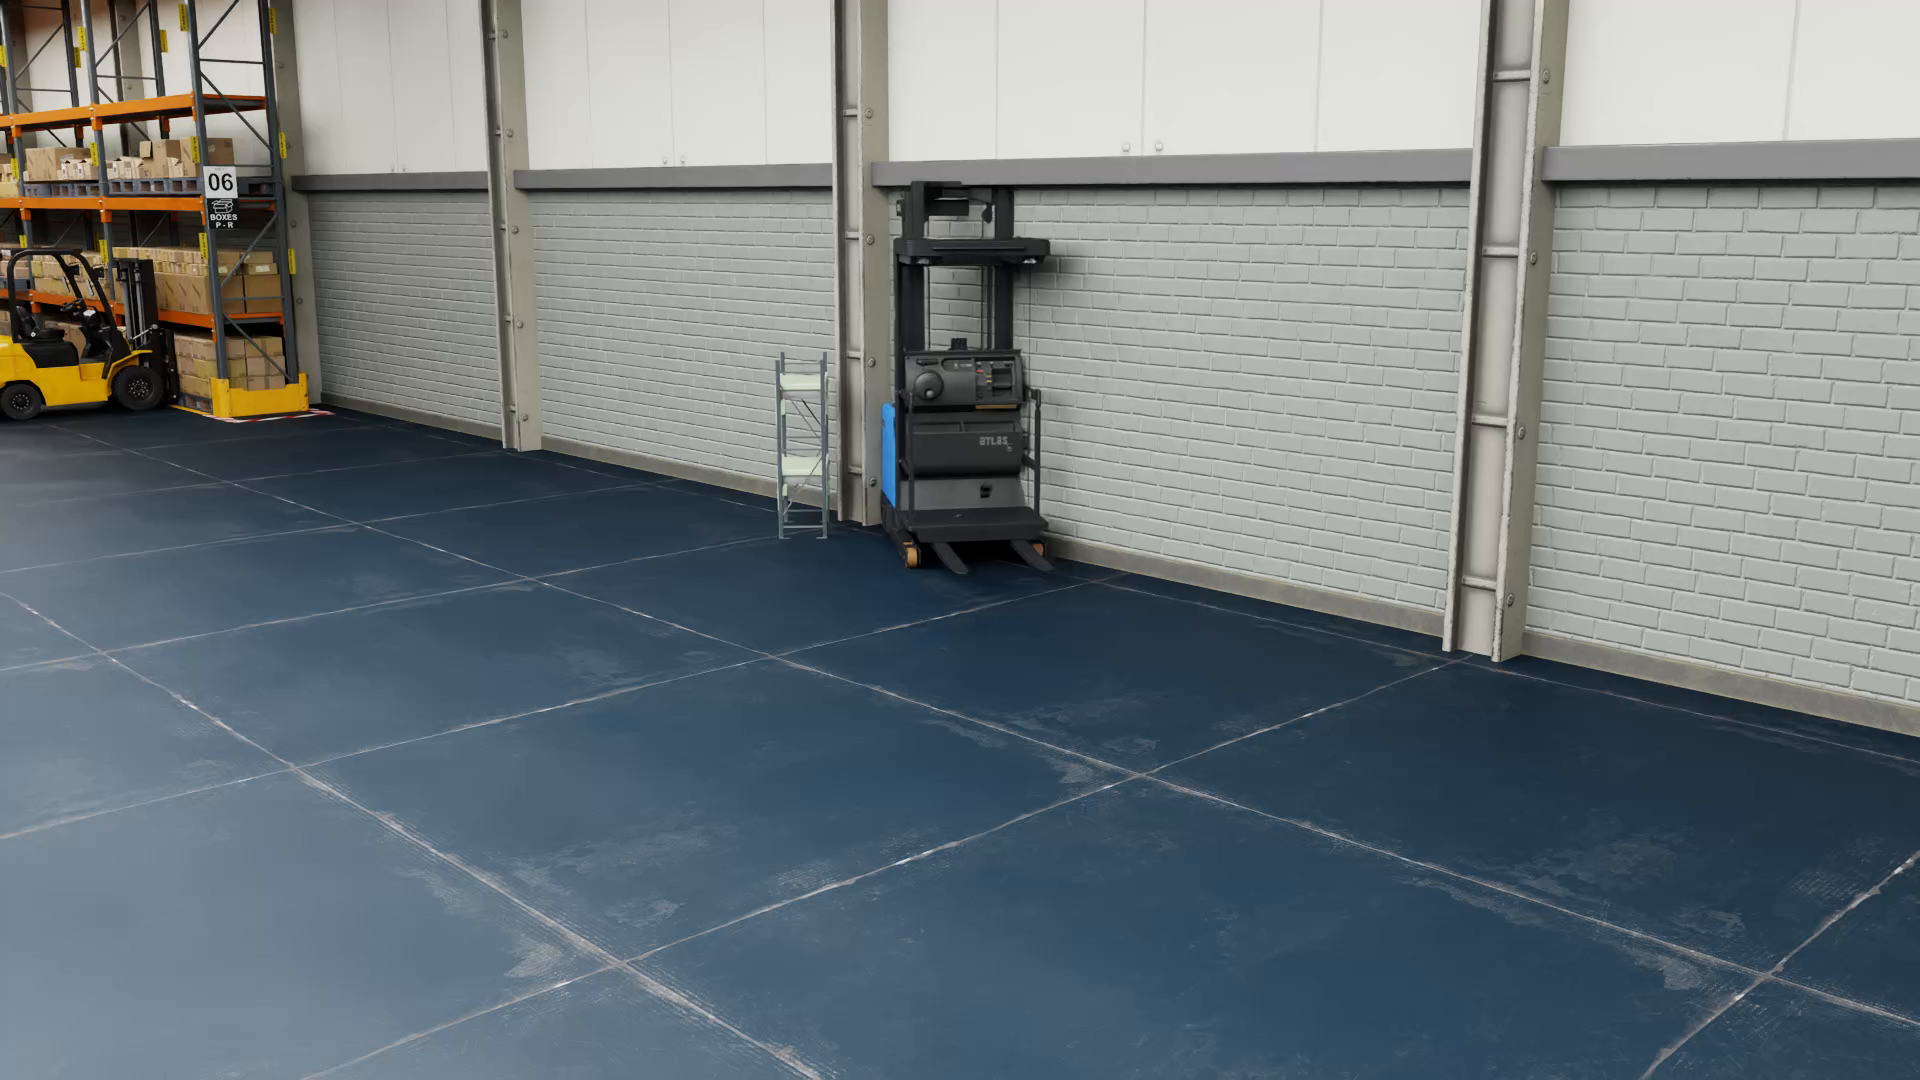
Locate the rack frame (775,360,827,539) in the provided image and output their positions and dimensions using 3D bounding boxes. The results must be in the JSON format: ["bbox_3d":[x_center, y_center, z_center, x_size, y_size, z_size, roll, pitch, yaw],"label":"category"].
[{"bbox_3d":[-1.317,-0.746,13.814,0.400,1.500,0.023,-1,12,-3],"label":"rack frame"}]

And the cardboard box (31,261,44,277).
[{"bbox_3d":[-14.715,-4.402,26.977,0.500,0.250,0.500,-11,16,-43],"label":"cardboard box"}]

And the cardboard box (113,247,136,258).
[{"bbox_3d":[-12.059,-4.174,24.144,0.380,0.149,0.250,-10,16,-41],"label":"cardboard box"}]

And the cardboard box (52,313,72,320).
[{"bbox_3d":[-15.355,-3.819,28.562,0.380,0.149,0.250,-11,16,-42],"label":"cardboard box"}]

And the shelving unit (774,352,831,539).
[{"bbox_3d":[-1.334,-0.819,14.172,0.431,1.500,0.755,-1,12,-3],"label":"shelving unit"}]

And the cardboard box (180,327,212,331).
[{"bbox_3d":[-10.884,-2.905,23.876,0.500,0.250,0.500,-11,16,-42],"label":"cardboard box"}]

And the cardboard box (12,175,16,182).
[{"bbox_3d":[-15.410,-5.983,27.467,0.250,0.149,0.380,11,16,44],"label":"cardboard box"}]

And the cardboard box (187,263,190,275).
[{"bbox_3d":[-10.077,-3.623,22.209,0.380,0.149,0.250,-11,16,-42],"label":"cardboard box"}]

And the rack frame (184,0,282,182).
[{"bbox_3d":[-9.302,-6.104,21.237,1.000,3.000,0.127,-11,16,-43],"label":"rack frame"}]

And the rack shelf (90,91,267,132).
[{"bbox_3d":[-10.683,-5.847,22.767,1.077,0.370,4.000,-11,16,-43],"label":"rack shelf"}]

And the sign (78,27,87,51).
[{"bbox_3d":[-12.448,-7.106,23.593,0.100,0.325,0.005,-11,16,-43],"label":"sign"}]

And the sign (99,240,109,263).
[{"bbox_3d":[-12.450,-4.200,24.193,0.100,0.325,0.005,-11,16,-43],"label":"sign"}]

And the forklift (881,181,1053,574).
[{"bbox_3d":[0.068,-1.295,12.935,1.130,2.935,3.031,-2,12,-9],"label":"forklift"}]

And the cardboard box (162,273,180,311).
[{"bbox_3d":[-10.537,-3.401,22.740,0.500,0.500,0.500,-11,16,-44],"label":"cardboard box"}]

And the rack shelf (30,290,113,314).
[{"bbox_3d":[-13.445,-3.689,26.165,1.077,0.370,4.000,-11,16,-43],"label":"rack shelf"}]

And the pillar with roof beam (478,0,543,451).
[{"bbox_3d":[-8.101,-4.855,15.178,9.100,9.000,0.400,-11,16,-43],"label":"pillar with roof beam"}]

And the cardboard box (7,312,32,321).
[{"bbox_3d":[-16.246,-3.866,28.790,0.250,0.149,0.380,11,16,42],"label":"cardboard box"}]

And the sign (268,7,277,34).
[{"bbox_3d":[-8.896,-6.715,21.498,0.100,0.325,0.005,-11,16,-43],"label":"sign"}]

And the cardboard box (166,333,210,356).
[{"bbox_3d":[-10.558,-2.684,22.800,0.500,0.250,0.500,-11,16,-42],"label":"cardboard box"}]

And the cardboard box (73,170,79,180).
[{"bbox_3d":[-13.043,-5.468,24.920,0.380,0.149,0.250,-11,16,-43],"label":"cardboard box"}]

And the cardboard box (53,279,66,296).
[{"bbox_3d":[-13.992,-4.012,26.325,0.500,0.250,0.500,11,16,43],"label":"cardboard box"}]

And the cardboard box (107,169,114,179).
[{"bbox_3d":[-11.974,-5.242,23.823,0.380,0.149,0.250,-10,16,-41],"label":"cardboard box"}]

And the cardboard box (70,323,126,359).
[{"bbox_3d":[-13.484,-3.090,26.321,0.625,0.625,0.875,11,16,43],"label":"cardboard box"}]

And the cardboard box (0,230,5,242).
[{"bbox_3d":[-18.425,-5.611,31.487,0.500,0.500,0.500,11,16,44],"label":"cardboard box"}]

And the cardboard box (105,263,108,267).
[{"bbox_3d":[-12.461,-4.135,24.692,0.380,0.149,0.250,-10,15,-41],"label":"cardboard box"}]

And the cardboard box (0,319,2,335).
[{"bbox_3d":[-16.701,-3.646,29.331,0.500,0.500,0.500,11,16,43],"label":"cardboard box"}]

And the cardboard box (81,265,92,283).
[{"bbox_3d":[-12.949,-4.031,25.175,0.500,0.250,0.500,11,16,44],"label":"cardboard box"}]

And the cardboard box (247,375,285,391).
[{"bbox_3d":[-9.500,-2.123,22.558,0.500,0.250,0.500,-11,16,-42],"label":"cardboard box"}]

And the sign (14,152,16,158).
[{"bbox_3d":[-17.190,-6.910,30.326,0.100,0.325,0.005,-11,16,-43],"label":"sign"}]

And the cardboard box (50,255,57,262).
[{"bbox_3d":[-14.249,-4.503,26.479,0.380,0.149,0.250,-11,16,-42],"label":"cardboard box"}]

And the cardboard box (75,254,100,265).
[{"bbox_3d":[-13.365,-4.317,25.577,0.380,0.149,0.250,-11,16,-42],"label":"cardboard box"}]

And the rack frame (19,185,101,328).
[{"bbox_3d":[-14.827,-4.333,27.509,1.000,3.000,0.127,-11,16,-43],"label":"rack frame"}]

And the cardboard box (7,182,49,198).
[{"bbox_3d":[-15.357,-5.770,27.421,0.500,0.250,0.500,11,16,43],"label":"cardboard box"}]

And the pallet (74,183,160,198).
[{"bbox_3d":[-12.683,-5.252,25.008,1.217,0.209,0.805,11,16,43],"label":"pallet"}]

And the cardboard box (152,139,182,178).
[{"bbox_3d":[-10.419,-5.132,22.419,0.700,0.500,0.500,-11,16,-42],"label":"cardboard box"}]

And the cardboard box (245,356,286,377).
[{"bbox_3d":[-9.476,-2.367,22.500,0.500,0.250,0.500,-11,16,-42],"label":"cardboard box"}]

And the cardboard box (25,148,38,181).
[{"bbox_3d":[-14.503,-5.966,26.466,0.500,0.500,0.500,-11,16,-42],"label":"cardboard box"}]

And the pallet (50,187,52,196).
[{"bbox_3d":[-16.471,-6.038,28.817,1.213,0.211,1.003,-11,16,-43],"label":"pallet"}]

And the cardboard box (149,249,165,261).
[{"bbox_3d":[-11.112,-3.997,23.285,0.380,0.149,0.250,-11,16,-43],"label":"cardboard box"}]

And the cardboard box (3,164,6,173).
[{"bbox_3d":[-15.749,-6.206,27.816,0.380,0.149,0.250,-11,16,-43],"label":"cardboard box"}]

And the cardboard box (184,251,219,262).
[{"bbox_3d":[-10.213,-3.814,22.395,0.380,0.149,0.250,-11,16,-42],"label":"cardboard box"}]
